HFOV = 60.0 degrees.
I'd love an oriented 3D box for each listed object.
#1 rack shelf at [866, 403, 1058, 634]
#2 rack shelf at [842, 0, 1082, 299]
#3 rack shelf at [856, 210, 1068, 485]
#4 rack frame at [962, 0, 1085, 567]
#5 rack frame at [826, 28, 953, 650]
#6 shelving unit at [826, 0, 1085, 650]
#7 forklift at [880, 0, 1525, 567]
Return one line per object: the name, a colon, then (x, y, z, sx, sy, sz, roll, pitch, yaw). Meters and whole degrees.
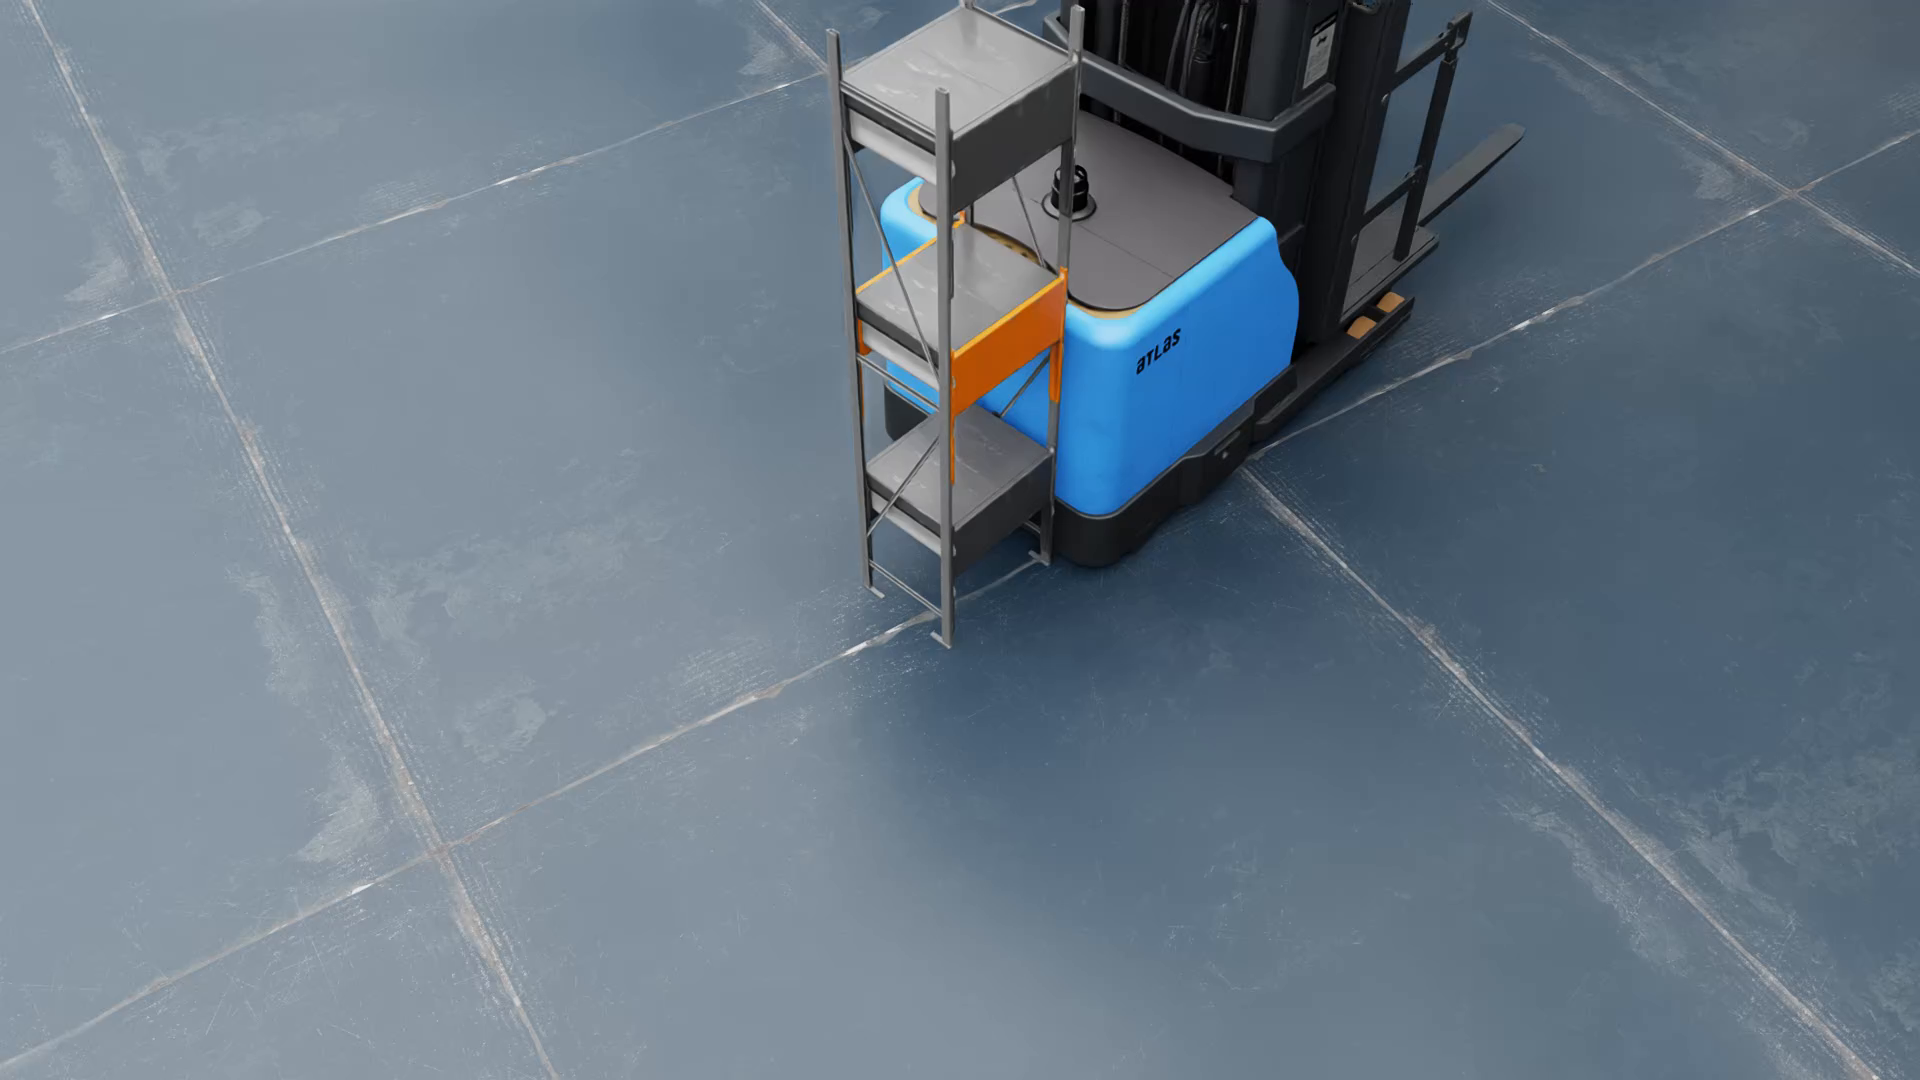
rack shelf: (-0.009, -0.103, 5.391, 0.431, 0.518, 0.480, 35, 57, 27)
rack shelf: (-0.009, -1.034, 4.345, 0.431, 0.518, 0.480, 35, 57, 27)
rack shelf: (-0.009, -0.568, 4.868, 0.431, 0.518, 0.480, 35, 57, 27)
rack frame: (0.158, -0.711, 4.977, 0.400, 2.100, 0.015, 35, 57, 27)
rack frame: (-0.175, -0.444, 4.739, 0.400, 2.100, 0.015, 35, 57, 27)
shelving unit: (-0.009, -0.577, 4.858, 0.431, 2.100, 0.503, 35, 57, 27)
forklift: (1.102, -1.897, 5.477, 1.130, 2.935, 3.031, 35, 57, 27)
